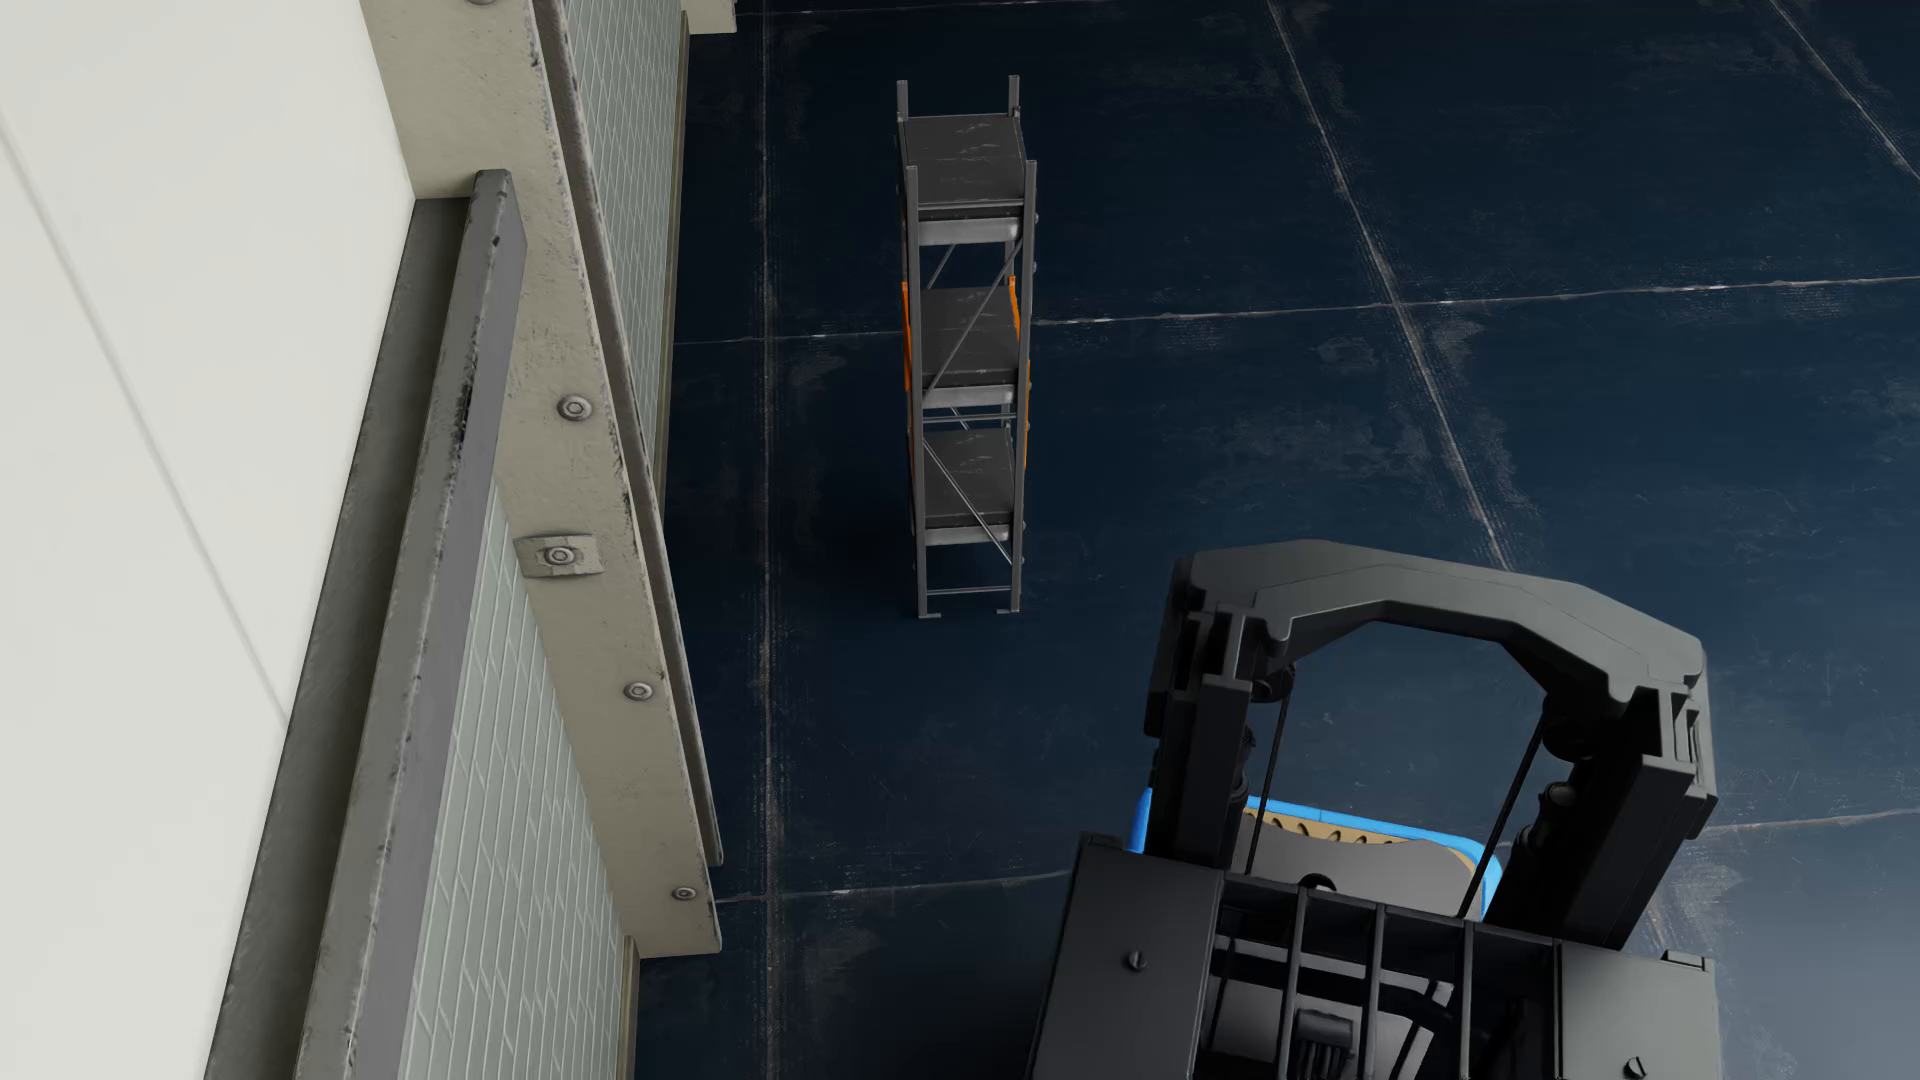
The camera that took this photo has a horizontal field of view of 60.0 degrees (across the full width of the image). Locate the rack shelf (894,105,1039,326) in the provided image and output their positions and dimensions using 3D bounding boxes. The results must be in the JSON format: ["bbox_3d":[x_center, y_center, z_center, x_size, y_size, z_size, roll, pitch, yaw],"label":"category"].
[{"bbox_3d":[0.014,-1.074,5.512,0.431,0.518,0.480,-3,47,-3],"label":"rack shelf"}]

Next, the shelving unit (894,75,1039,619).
[{"bbox_3d":[0.014,-0.602,6.011,0.431,2.100,0.503,-3,47,-3],"label":"shelving unit"}]

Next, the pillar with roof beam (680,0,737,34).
[{"bbox_3d":[2.817,-6.449,6.796,9.100,9.000,0.400,-3,47,-3],"label":"pillar with roof beam"}]

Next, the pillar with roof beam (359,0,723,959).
[{"bbox_3d":[3.319,-2.108,2.685,9.100,9.000,0.400,-3,47,-3],"label":"pillar with roof beam"}]

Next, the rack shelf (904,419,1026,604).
[{"bbox_3d":[0.014,-0.112,6.529,0.431,0.518,0.480,-3,47,-3],"label":"rack shelf"}]

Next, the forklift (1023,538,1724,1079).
[{"bbox_3d":[0.669,1.533,3.416,1.130,2.935,3.031,10,47,9],"label":"forklift"}]

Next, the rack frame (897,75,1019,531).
[{"bbox_3d":[-0.007,-0.779,6.178,0.400,2.100,0.015,-3,47,-3],"label":"rack frame"}]

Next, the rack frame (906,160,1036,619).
[{"bbox_3d":[0.034,-0.426,5.844,0.400,2.100,0.015,-3,47,-3],"label":"rack frame"}]

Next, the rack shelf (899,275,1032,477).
[{"bbox_3d":[0.014,-0.593,6.021,0.431,0.518,0.480,-3,47,-3],"label":"rack shelf"}]
